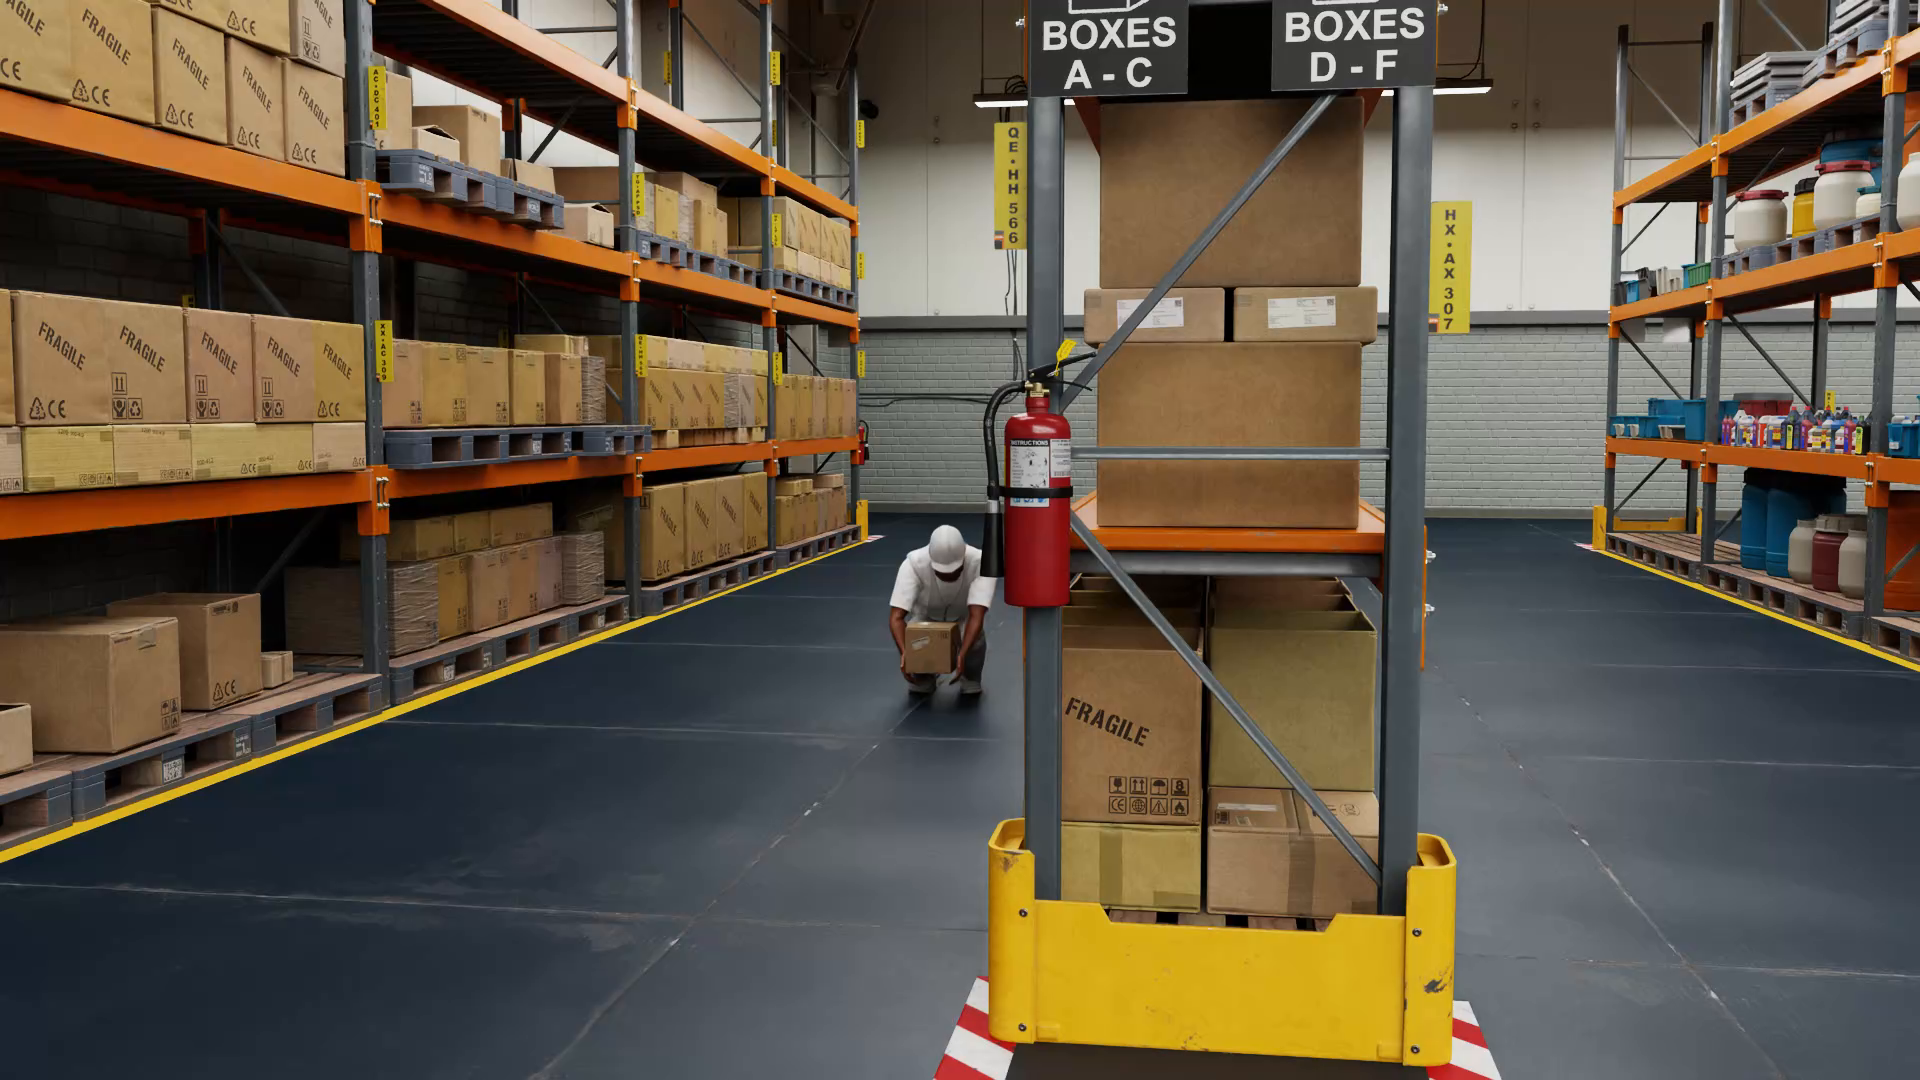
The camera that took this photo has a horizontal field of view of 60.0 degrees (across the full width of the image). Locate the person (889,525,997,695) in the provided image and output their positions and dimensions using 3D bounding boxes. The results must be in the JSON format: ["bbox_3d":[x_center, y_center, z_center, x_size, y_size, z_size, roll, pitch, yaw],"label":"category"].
[{"bbox_3d":[-0.079,0.396,9.417,0.589,0.998,0.884,1,4,9],"label":"person"}]
